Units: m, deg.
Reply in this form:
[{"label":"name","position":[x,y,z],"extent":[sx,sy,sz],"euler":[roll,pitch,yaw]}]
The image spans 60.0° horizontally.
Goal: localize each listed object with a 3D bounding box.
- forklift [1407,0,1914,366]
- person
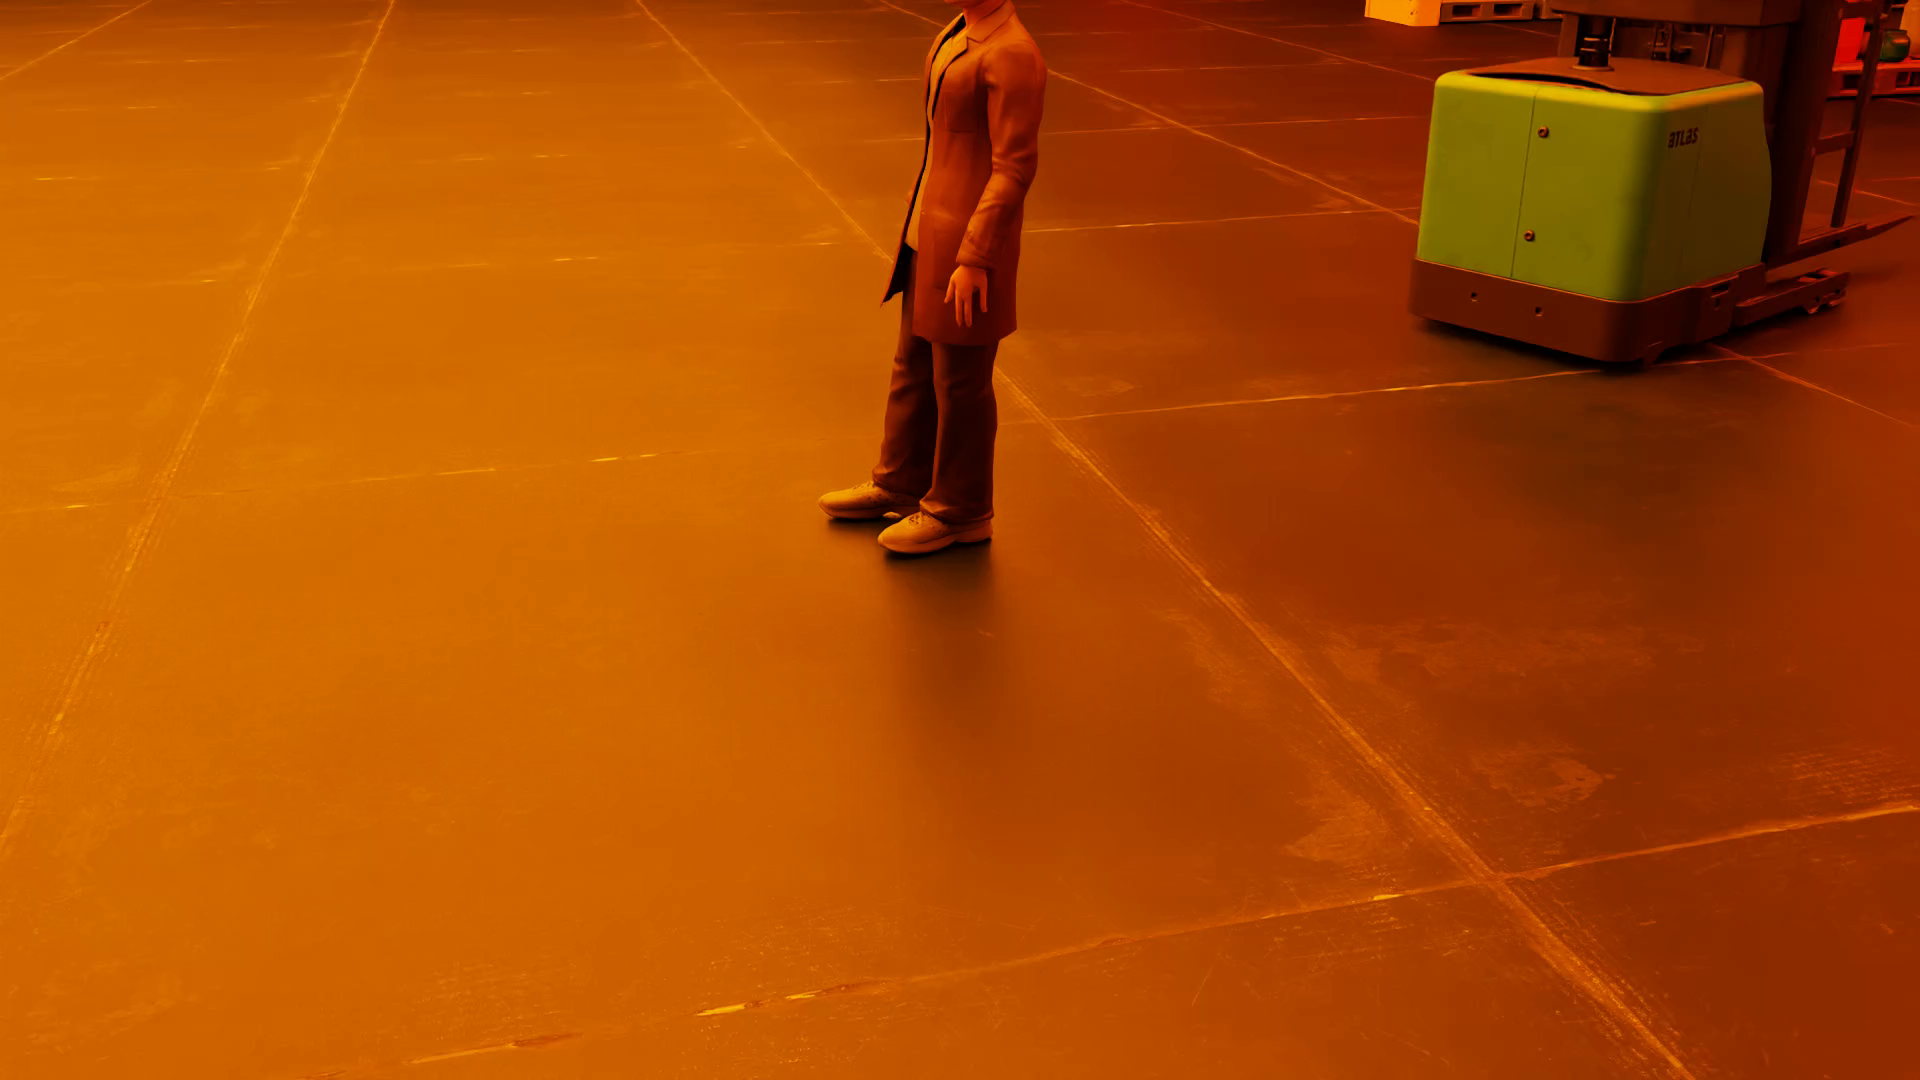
[{"label":"forklift","position":[3.391,-2.496,7.175],"extent":[3.031,2.935,1.130],"euler":[-18,29,-36]},{"label":"person","position":[-0.090,-0.817,4.683],"extent":[0.579,1.778,0.698],"euler":[-6,24,-14]}]
